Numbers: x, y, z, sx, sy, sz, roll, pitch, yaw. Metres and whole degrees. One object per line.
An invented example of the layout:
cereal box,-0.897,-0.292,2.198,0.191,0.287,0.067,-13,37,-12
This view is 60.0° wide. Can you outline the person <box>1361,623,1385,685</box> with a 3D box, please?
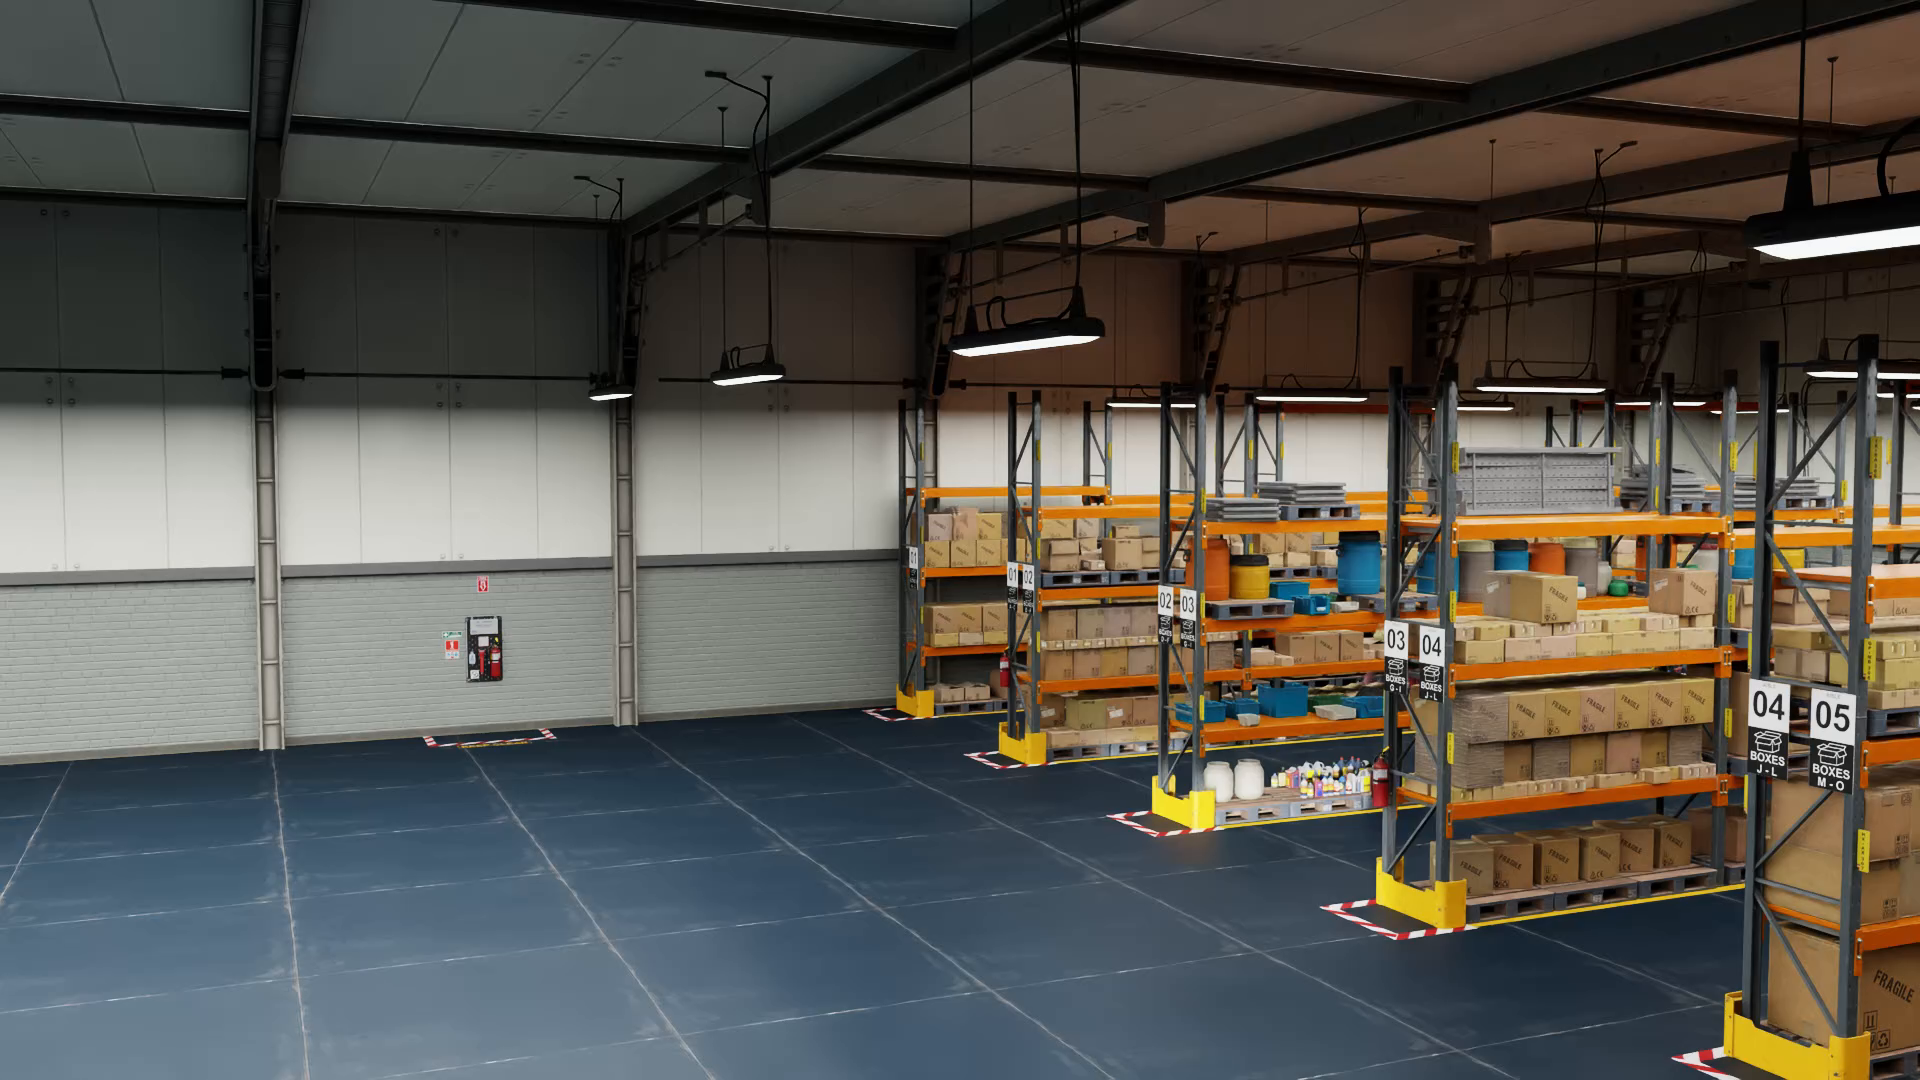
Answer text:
person,8.547,2.343,33.925,1.044,1.600,0.470,-2,4,-33
